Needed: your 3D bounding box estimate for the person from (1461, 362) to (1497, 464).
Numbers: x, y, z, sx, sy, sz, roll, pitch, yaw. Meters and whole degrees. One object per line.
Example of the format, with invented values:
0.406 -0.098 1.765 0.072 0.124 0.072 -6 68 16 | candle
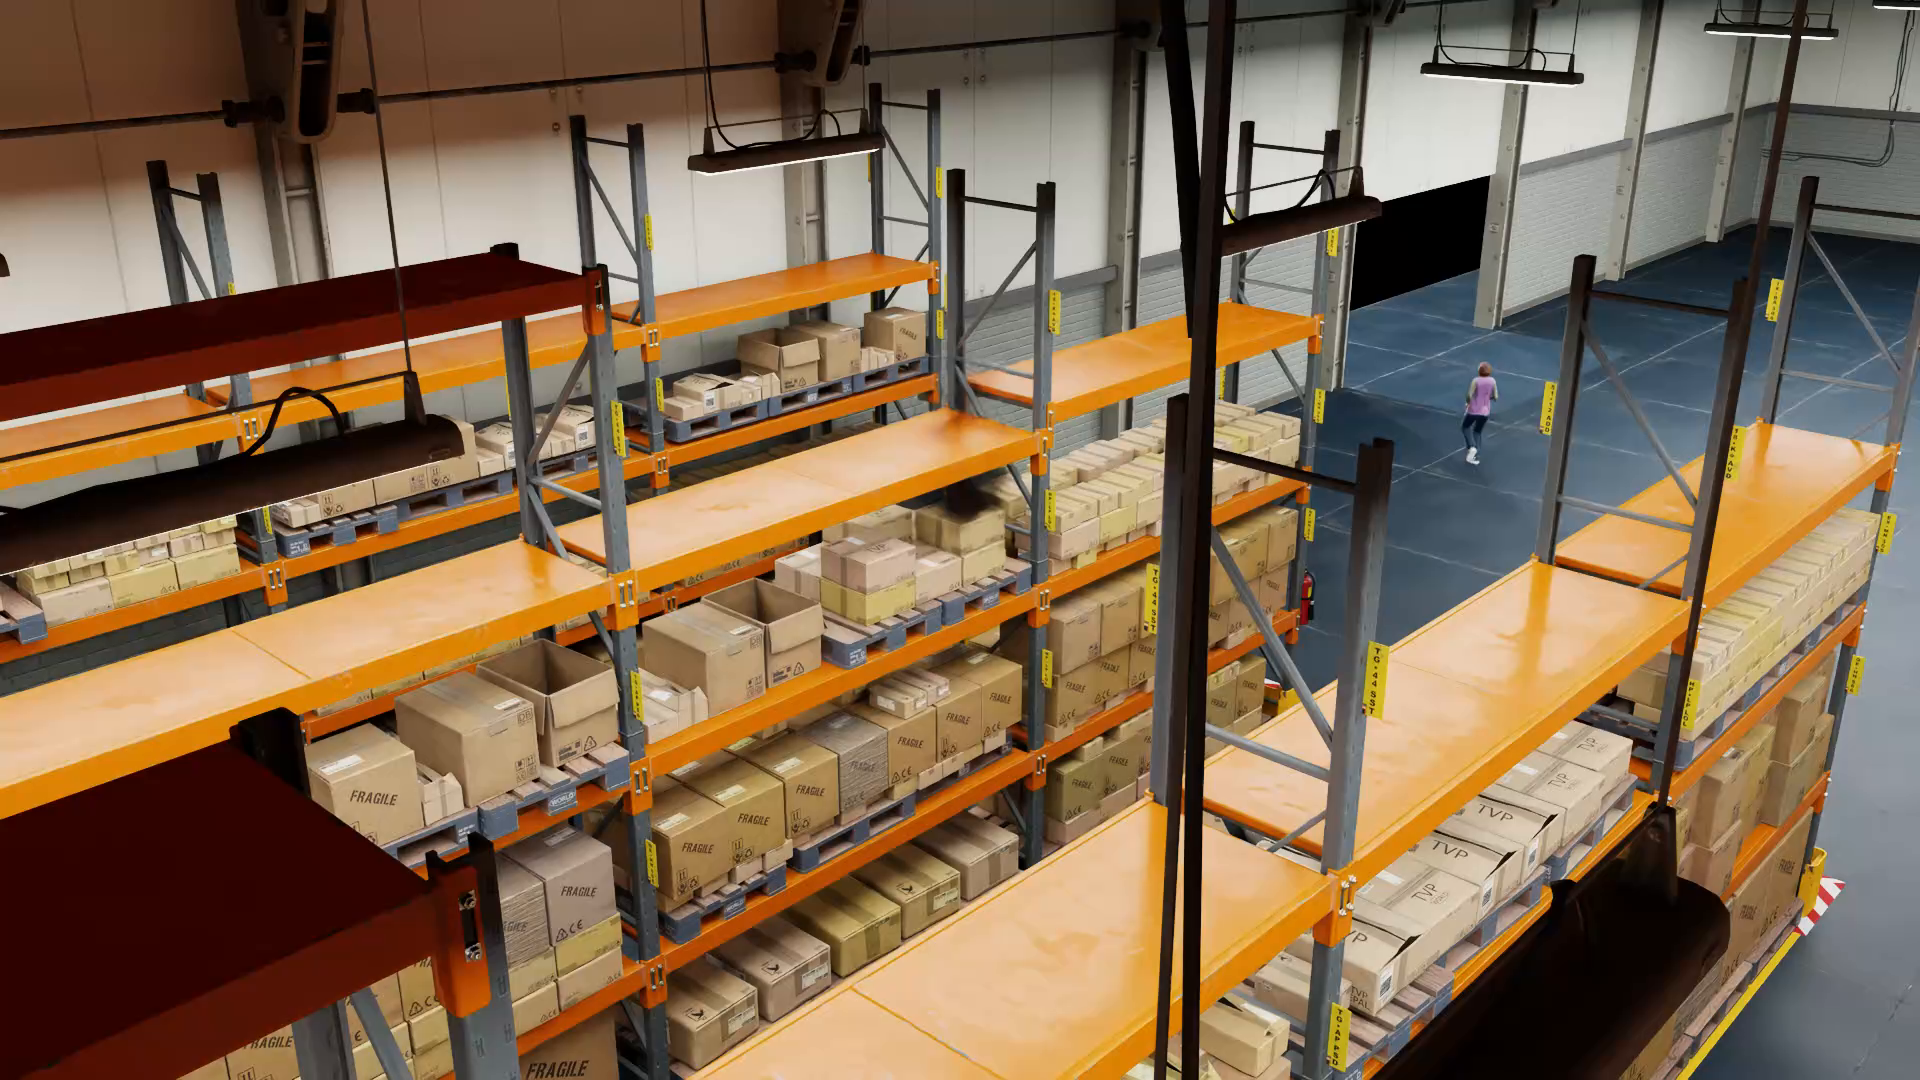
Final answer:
7.702 -1.910 24.802 0.526 1.536 0.536 -2 21 -4 | person
